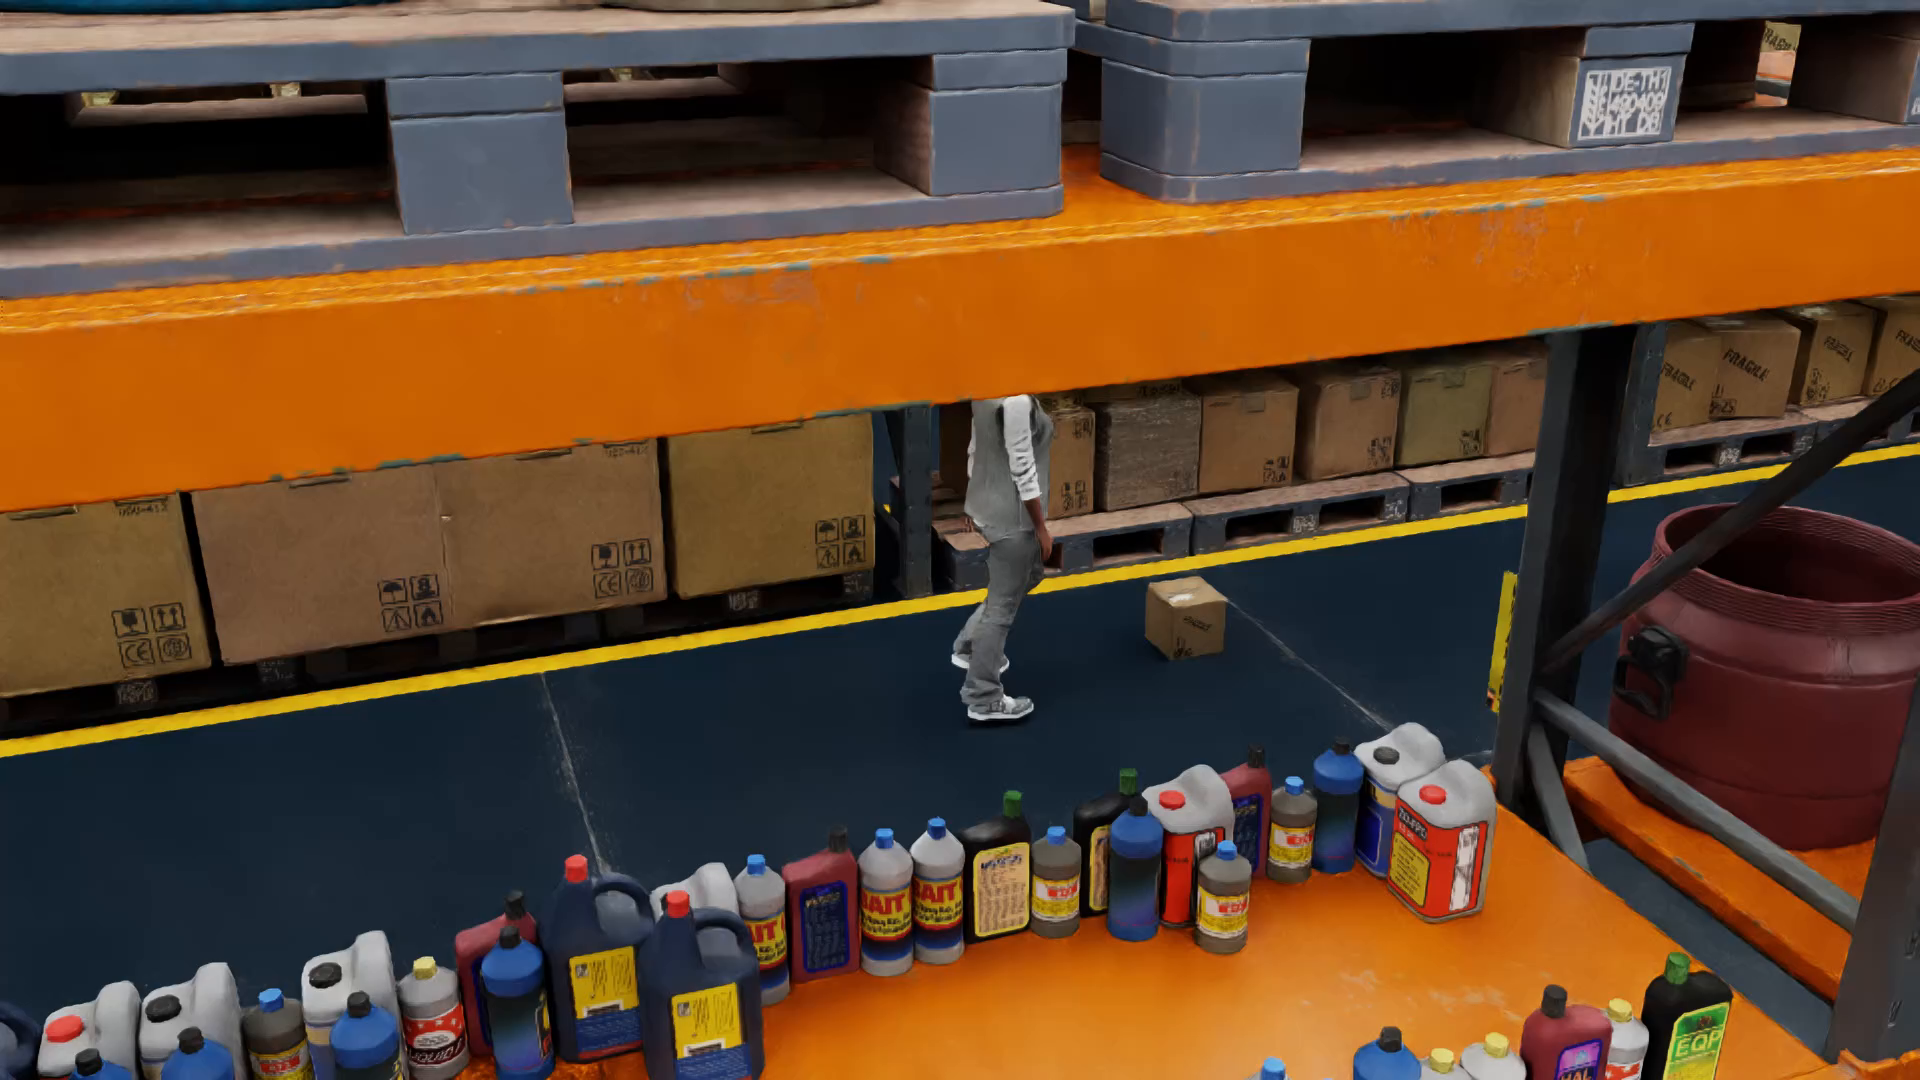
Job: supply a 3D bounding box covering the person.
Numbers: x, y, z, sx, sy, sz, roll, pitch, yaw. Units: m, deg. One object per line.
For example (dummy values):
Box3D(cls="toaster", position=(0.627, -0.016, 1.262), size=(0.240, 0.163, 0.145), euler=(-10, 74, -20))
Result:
Box3D(cls="person", position=(0.176, -0.088, 6.284), size=(0.436, 1.587, 0.462), euler=(-10, 25, -22))
